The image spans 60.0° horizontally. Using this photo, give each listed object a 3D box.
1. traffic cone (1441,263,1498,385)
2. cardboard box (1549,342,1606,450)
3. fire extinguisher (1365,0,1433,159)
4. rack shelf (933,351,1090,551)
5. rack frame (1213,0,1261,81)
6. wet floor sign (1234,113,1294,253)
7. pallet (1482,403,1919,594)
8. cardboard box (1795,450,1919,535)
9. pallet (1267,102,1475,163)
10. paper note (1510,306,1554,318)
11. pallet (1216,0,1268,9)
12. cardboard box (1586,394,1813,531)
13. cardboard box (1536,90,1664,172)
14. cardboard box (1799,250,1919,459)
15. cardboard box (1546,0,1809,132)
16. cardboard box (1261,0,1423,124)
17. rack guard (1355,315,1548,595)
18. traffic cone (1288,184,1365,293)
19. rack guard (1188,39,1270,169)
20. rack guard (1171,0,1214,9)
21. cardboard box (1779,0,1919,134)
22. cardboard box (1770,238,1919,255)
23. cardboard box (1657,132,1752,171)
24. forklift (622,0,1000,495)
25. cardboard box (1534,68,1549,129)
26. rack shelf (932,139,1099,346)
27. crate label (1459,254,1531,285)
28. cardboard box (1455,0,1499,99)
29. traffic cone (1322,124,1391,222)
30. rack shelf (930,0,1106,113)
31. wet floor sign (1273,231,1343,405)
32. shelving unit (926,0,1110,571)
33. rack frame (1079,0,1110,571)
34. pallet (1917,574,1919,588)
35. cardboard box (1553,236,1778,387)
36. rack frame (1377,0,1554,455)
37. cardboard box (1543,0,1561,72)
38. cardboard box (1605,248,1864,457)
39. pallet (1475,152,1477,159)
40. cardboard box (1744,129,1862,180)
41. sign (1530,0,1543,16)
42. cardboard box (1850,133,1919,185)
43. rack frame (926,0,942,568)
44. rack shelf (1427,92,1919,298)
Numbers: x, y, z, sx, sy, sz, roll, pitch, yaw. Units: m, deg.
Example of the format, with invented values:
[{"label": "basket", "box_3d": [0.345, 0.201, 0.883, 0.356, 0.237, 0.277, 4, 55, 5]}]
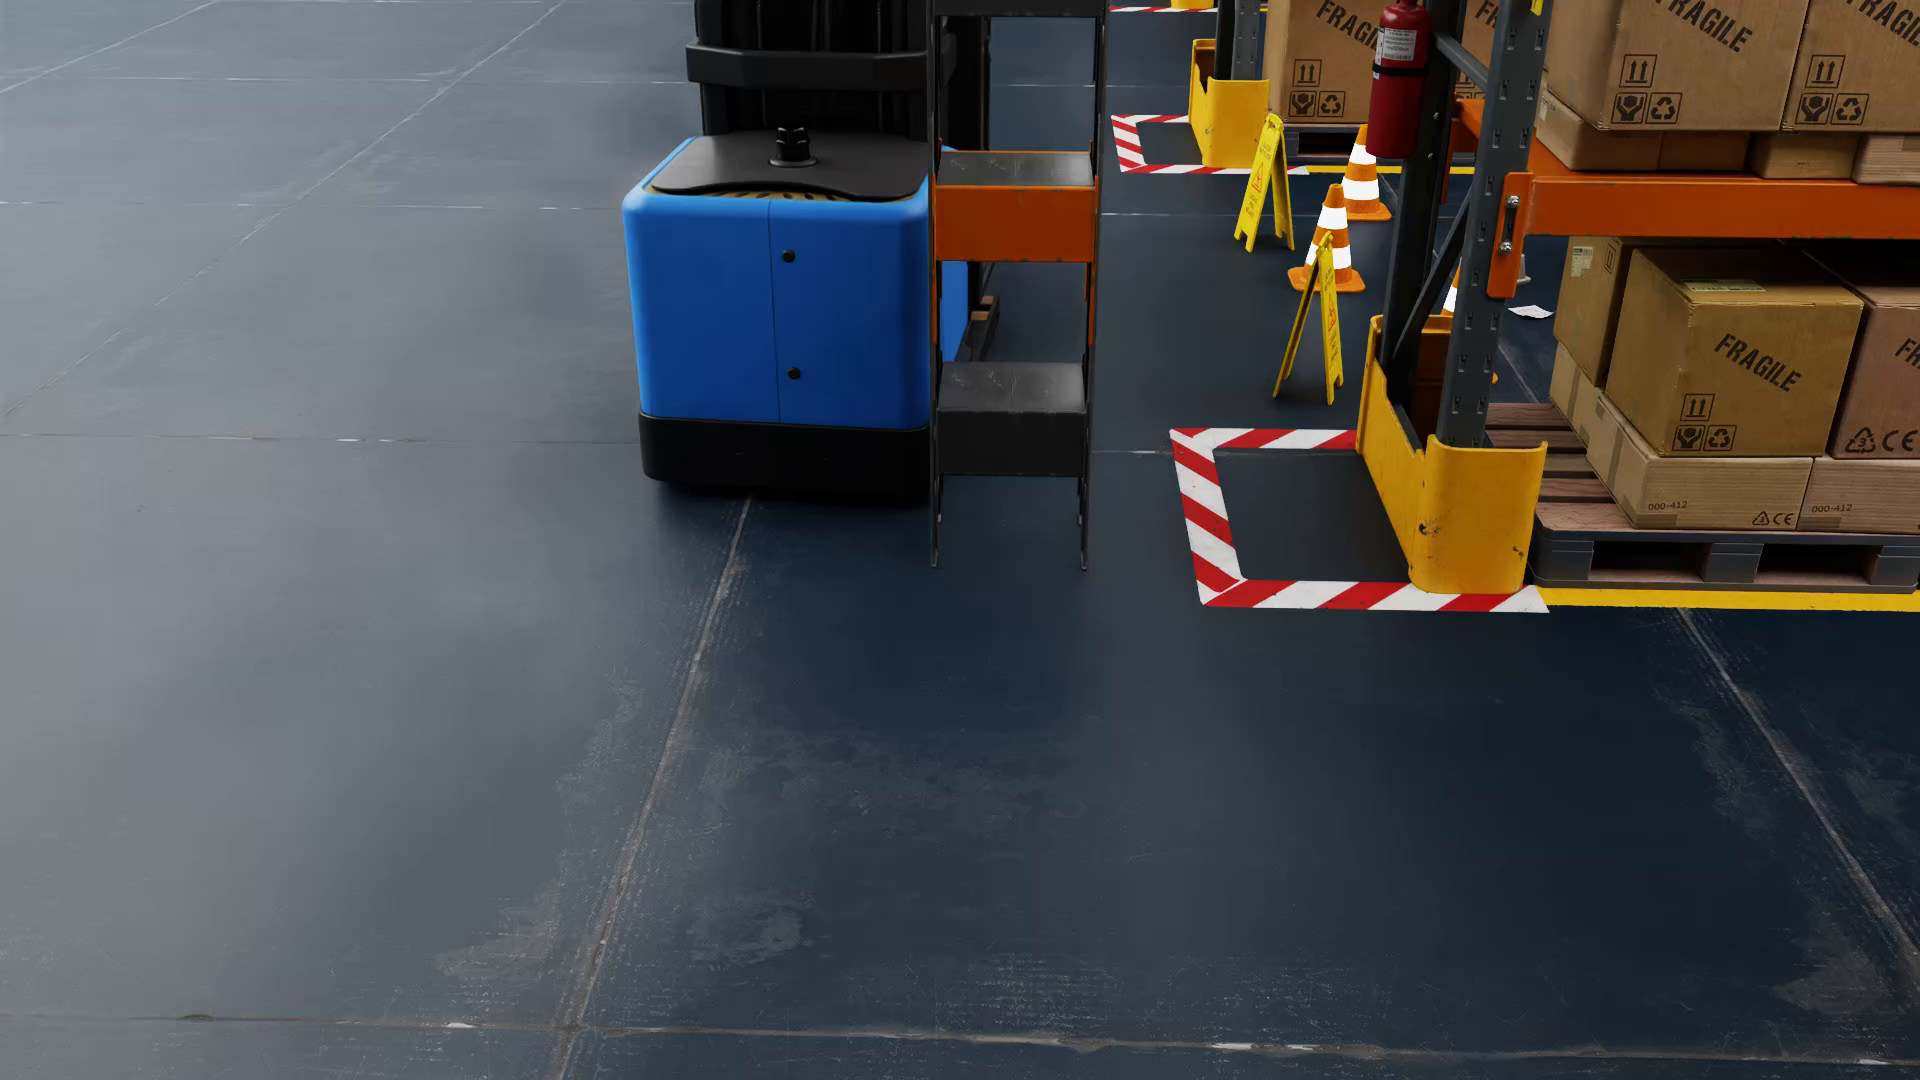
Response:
[{"label": "traffic cone", "box_3d": [2.034, -0.905, 6.780, 0.334, 0.463, 0.336, 1, 28, 2]}, {"label": "cardboard box", "box_3d": [2.400, -0.512, 5.818, 0.500, 0.250, 0.500, 1, 28, 2]}, {"label": "fire extinguisher", "box_3d": [1.460, -1.612, 5.489, 0.183, 0.674, 0.296, 1, 28, 2]}, {"label": "rack shelf", "box_3d": [0.165, -0.294, 5.405, 0.480, 0.518, 0.431, 1, 28, 2]}, {"label": "rack frame", "box_3d": [1.632, -3.747, 9.434, 0.127, 3.000, 1.000, 1, 28, 2]}, {"label": "wet floor sign", "box_3d": [1.533, -1.781, 8.238, 0.232, 0.644, 0.267, -4, 28, -7]}, {"label": "pallet", "box_3d": [2.445, -0.166, 5.654, 1.213, 0.211, 1.003, 1, 28, 2]}, {"label": "cardboard box", "box_3d": [2.865, -0.245, 5.314, 0.500, 0.250, 0.500, 2, 28, 4]}, {"label": "pallet", "box_3d": [2.434, -2.539, 10.131, 1.213, 0.211, 1.003, 1, 28, 2]}, {"label": "paper note", "box_3d": [2.573, -1.033, 7.484, 0.142, 0.019, 0.148, -9, 29, -16]}, {"label": "pallet", "box_3d": [2.795, -4.804, 14.405, 1.213, 0.211, 1.003, 1, 28, 2]}, {"label": "cardboard box", "box_3d": [2.355, -0.257, 5.337, 0.500, 0.250, 0.500, 1, 28, 1]}, {"label": "cardboard box", "box_3d": [1.891, -1.215, 4.926, 0.250, 0.149, 0.380, 1, 28, 2]}, {"label": "cardboard box", "box_3d": [2.901, -0.581, 5.148, 0.500, 0.500, 0.500, 0, 28, 0]}, {"label": "cardboard box", "box_3d": [2.022, -1.467, 4.707, 0.500, 0.500, 0.500, 1, 28, 1]}, {"label": "cardboard box", "box_3d": [2.312, -3.014, 9.871, 0.875, 0.875, 0.875, 1, 28, 2]}, {"label": "rack guard", "box_3d": [1.634, -0.323, 5.643, 0.348, 0.500, 1.175, 1, 28, 2]}, {"label": "traffic cone", "box_3d": [1.733, -1.430, 7.771, 0.334, 0.463, 0.336, 1, 28, 2]}, {"label": "rack guard", "box_3d": [1.608, -2.643, 10.020, 0.348, 0.500, 1.175, 1, 28, 2]}, {"label": "rack guard", "box_3d": [1.984, -4.962, 14.394, 0.348, 0.500, 1.175, 1, 28, 2]}, {"label": "cardboard box", "box_3d": [2.540, -1.460, 4.694, 0.500, 0.500, 0.500, 2, 28, 3]}, {"label": "cardboard box", "box_3d": [2.890, -0.833, 5.622, 0.500, 0.500, 0.500, 2, 28, 4]}, {"label": "cardboard box", "box_3d": [2.143, -1.218, 4.931, 0.250, 0.149, 0.380, 1, 28, 3]}, {"label": "forklift", "box_3d": [-0.420, -2.113, 6.425, 1.130, 2.935, 3.031, 3, 28, 6]}, {"label": "cardboard box", "box_3d": [1.940, -1.412, 5.296, 0.250, 0.149, 0.380, 2, 28, 4]}, {"label": "rack shelf", "box_3d": [0.165, -0.913, 5.077, 0.480, 0.518, 0.431, 1, 28, 2]}, {"label": "crate label", "box_3d": [2.521, -1.302, 7.877, 0.298, 0.136, 0.250, -14, 31, -24]}, {"label": "cardboard box", "box_3d": [3.192, -3.000, 9.845, 0.875, 0.875, 0.875, 1, 28, 1]}, {"label": "traffic cone", "box_3d": [2.113, -1.953, 8.758, 0.334, 0.463, 0.336, 1, 28, 2]}, {"label": "rack shelf", "box_3d": [0.165, -1.531, 4.749, 0.480, 0.518, 0.431, 1, 28, 2]}, {"label": "wet floor sign", "box_3d": [1.406, -0.893, 6.562, 0.232, 0.644, 0.267, 11, 30, 19]}, {"label": "shelving unit", "box_3d": [0.165, -0.925, 5.071, 0.503, 2.100, 0.431, 1, 28, 2]}, {"label": "rack frame", "box_3d": [0.409, -0.921, 5.063, 0.015, 2.100, 0.400, 1, 28, 2]}, {"label": "pallet", "box_3d": [3.661, -0.144, 5.614, 1.213, 0.211, 1.003, 1, 28, 2]}, {"label": "cardboard box", "box_3d": [2.368, -0.840, 5.636, 0.500, 0.500, 0.500, 1, 28, 2]}, {"label": "rack frame", "box_3d": [1.558, -1.429, 5.060, 0.127, 3.000, 1.000, 1, 28, 2]}, {"label": "cardboard box", "box_3d": [2.111, -1.724, 5.194, 0.500, 0.500, 0.500, 0, 28, 1]}, {"label": "cardboard box", "box_3d": [2.379, -0.588, 5.161, 0.500, 0.500, 0.500, 0, 28, 0]}, {"label": "pallet", "box_3d": [3.650, -2.517, 10.091, 1.213, 0.211, 1.003, 1, 28, 2]}, {"label": "cardboard box", "box_3d": [2.406, -1.175, 4.850, 0.250, 0.149, 0.380, 0, 28, 0]}, {"label": "sign", "box_3d": [1.539, -1.557, 4.378, 0.005, 0.325, 0.100, 1, 28, 2]}, {"label": "cardboard box", "box_3d": [2.658, -1.150, 4.802, 0.250, 0.149, 0.380, 1, 28, 3]}, {"label": "rack frame", "box_3d": [-0.078, -0.929, 5.078, 0.015, 2.100, 0.400, 1, 28, 2]}, {"label": "rack shelf", "box_3d": [3.557, -1.078, 5.166, 4.000, 0.370, 1.077, 1, 28, 2]}]
